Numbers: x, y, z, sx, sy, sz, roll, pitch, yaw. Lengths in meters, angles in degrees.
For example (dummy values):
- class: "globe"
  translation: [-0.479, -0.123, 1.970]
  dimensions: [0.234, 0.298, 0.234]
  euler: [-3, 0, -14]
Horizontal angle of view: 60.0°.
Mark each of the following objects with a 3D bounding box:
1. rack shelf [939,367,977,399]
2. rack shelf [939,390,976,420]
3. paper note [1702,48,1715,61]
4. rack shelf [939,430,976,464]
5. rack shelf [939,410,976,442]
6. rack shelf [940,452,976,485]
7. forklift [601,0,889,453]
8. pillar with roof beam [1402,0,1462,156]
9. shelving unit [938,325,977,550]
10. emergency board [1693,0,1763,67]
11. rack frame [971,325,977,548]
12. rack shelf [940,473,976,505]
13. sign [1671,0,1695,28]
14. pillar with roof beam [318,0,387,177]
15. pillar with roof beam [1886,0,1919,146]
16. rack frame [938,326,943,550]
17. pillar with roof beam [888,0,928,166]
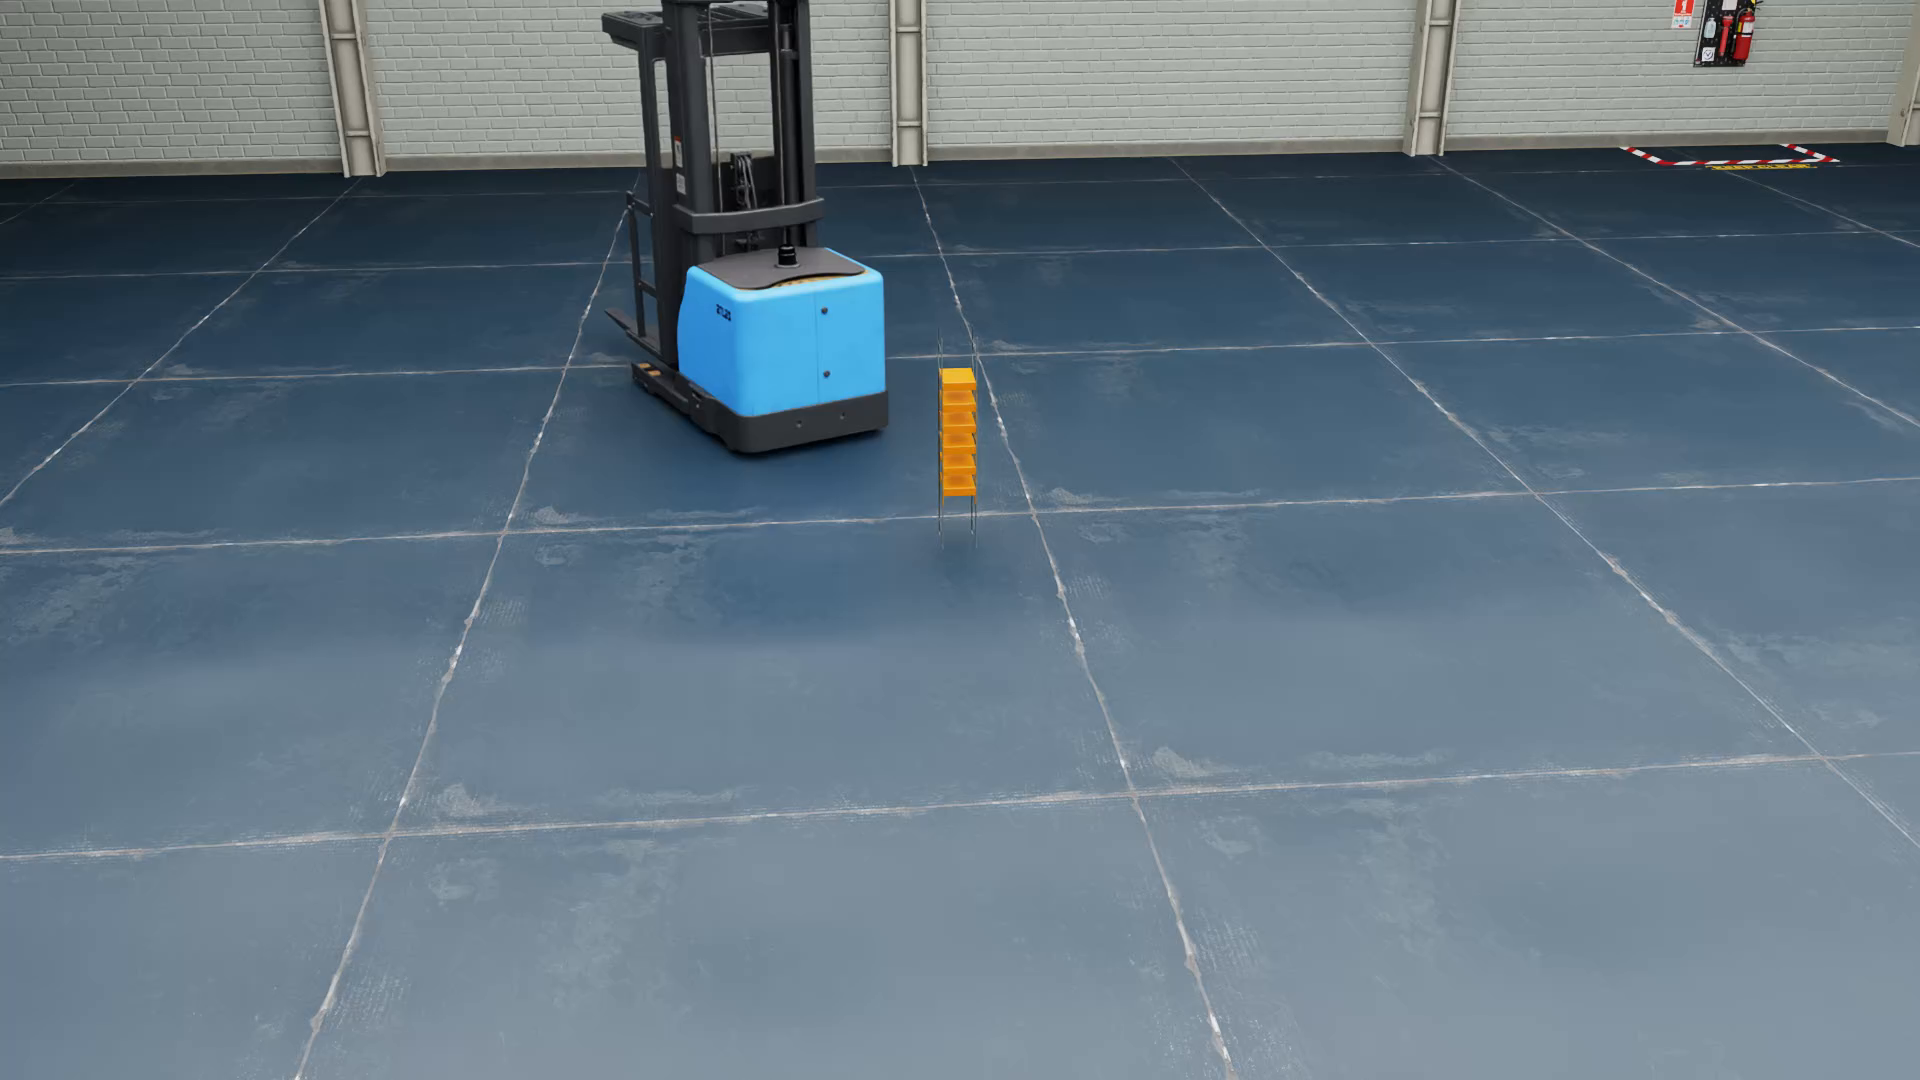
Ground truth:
- class: "rack shelf"
  translation: [-0.014, -0.836, 8.877]
  dimensions: [0.180, 0.103, 0.258]
  euler: [-2, 24, -5]
- class: "rack shelf"
  translation: [-0.014, -0.726, 8.926]
  dimensions: [0.180, 0.103, 0.258]
  euler: [-2, 24, -5]
- class: "paper note"
  translation: [8.720, -5.658, 19.371]
  dimensions: [0.142, 0.148, 0.016]
  euler: [-2, 24, -5]
- class: "rack shelf"
  translation: [-0.014, -0.507, 9.023]
  dimensions: [0.180, 0.103, 0.258]
  euler: [-2, 24, -5]
- class: "rack shelf"
  translation: [-0.014, -0.617, 8.974]
  dimensions: [0.180, 0.103, 0.258]
  euler: [-2, 24, -5]
- class: "rack shelf"
  translation: [-0.014, -0.397, 9.072]
  dimensions: [0.180, 0.103, 0.258]
  euler: [-2, 24, -5]
- class: "forklift"
  translation: [-1.645, -2.433, 11.115]
  dimensions: [1.130, 2.935, 3.031]
  euler: [-13, 27, -28]
- class: "pillar with roof beam"
  translation: [5.818, -6.885, 13.660]
  dimensions: [0.400, 9.000, 9.100]
  euler: [-2, 24, -5]
- class: "shelving unit"
  translation: [-0.014, -0.548, 9.005]
  dimensions: [0.189, 1.200, 0.258]
  euler: [-2, 24, -5]
- class: "emergency board"
  translation: [8.903, -6.040, 19.145]
  dimensions: [0.643, 1.169, 0.194]
  euler: [-2, 24, -5]
- class: "rack frame"
  translation: [0.077, -0.551, 9.013]
  dimensions: [0.006, 1.200, 0.240]
  euler: [-2, 24, -5]
- class: "rack shelf"
  translation: [-0.014, -0.288, 9.121]
  dimensions: [0.180, 0.103, 0.258]
  euler: [-2, 24, -5]
- class: "sign"
  translation: [8.342, -6.076, 19.182]
  dimensions: [0.234, 0.329, 0.001]
  euler: [-2, 24, -5]
- class: "pillar with roof beam"
  translation: [-6.124, -6.406, 12.583]
  dimensions: [0.400, 9.000, 9.100]
  euler: [-2, 24, -5]
- class: "pillar with roof beam"
  translation: [11.789, -7.124, 14.199]
  dimensions: [0.400, 9.000, 9.100]
  euler: [-2, 24, -5]
- class: "rack frame"
  translation: [-0.105, -0.544, 8.997]
  dimensions: [0.006, 1.200, 0.240]
  euler: [-2, 24, -5]
- class: "pillar with roof beam"
  translation: [-0.153, -6.645, 13.121]
  dimensions: [0.400, 9.000, 9.100]
  euler: [-2, 24, -5]
